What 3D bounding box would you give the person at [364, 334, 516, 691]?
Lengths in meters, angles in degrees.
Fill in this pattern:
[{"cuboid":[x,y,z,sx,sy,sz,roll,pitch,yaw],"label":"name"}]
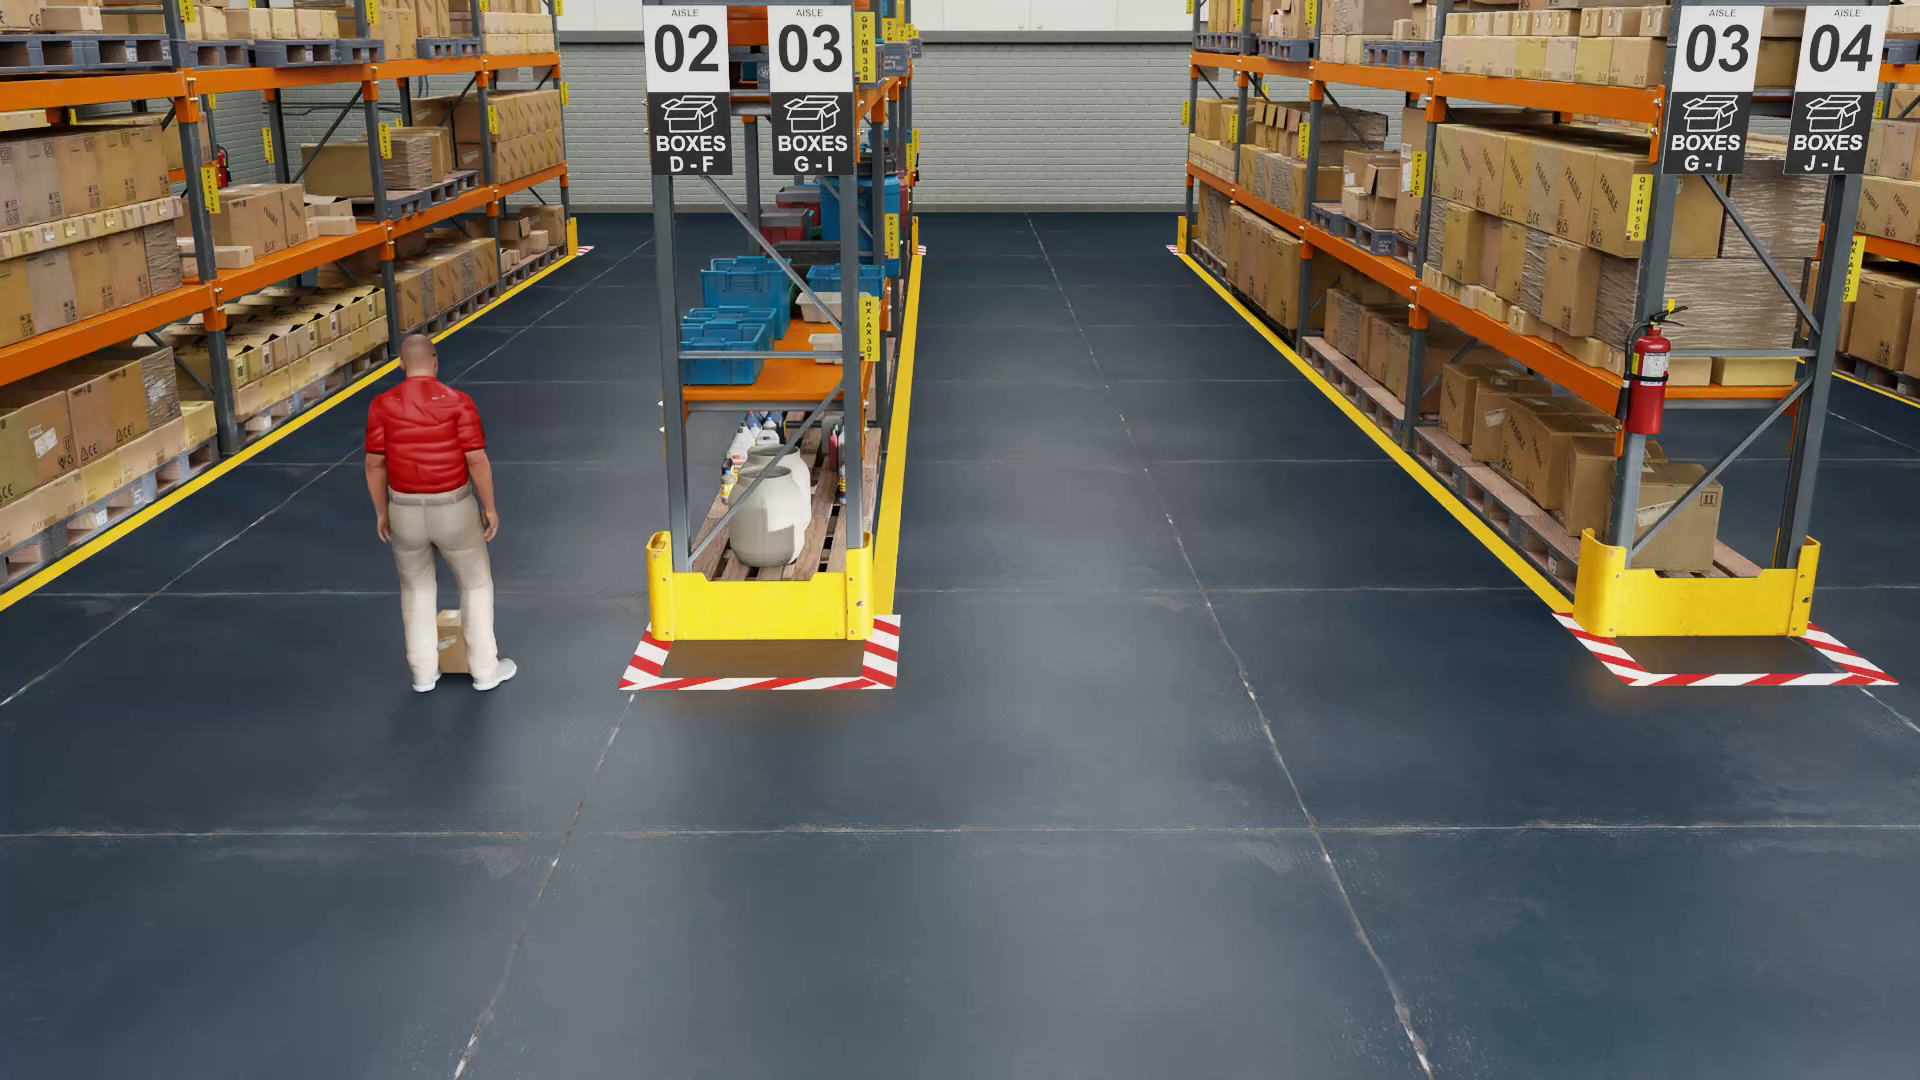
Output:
[{"cuboid":[-2.508,-0.118,7.956,0.584,1.725,0.391,-1,17,-3],"label":"person"}]
